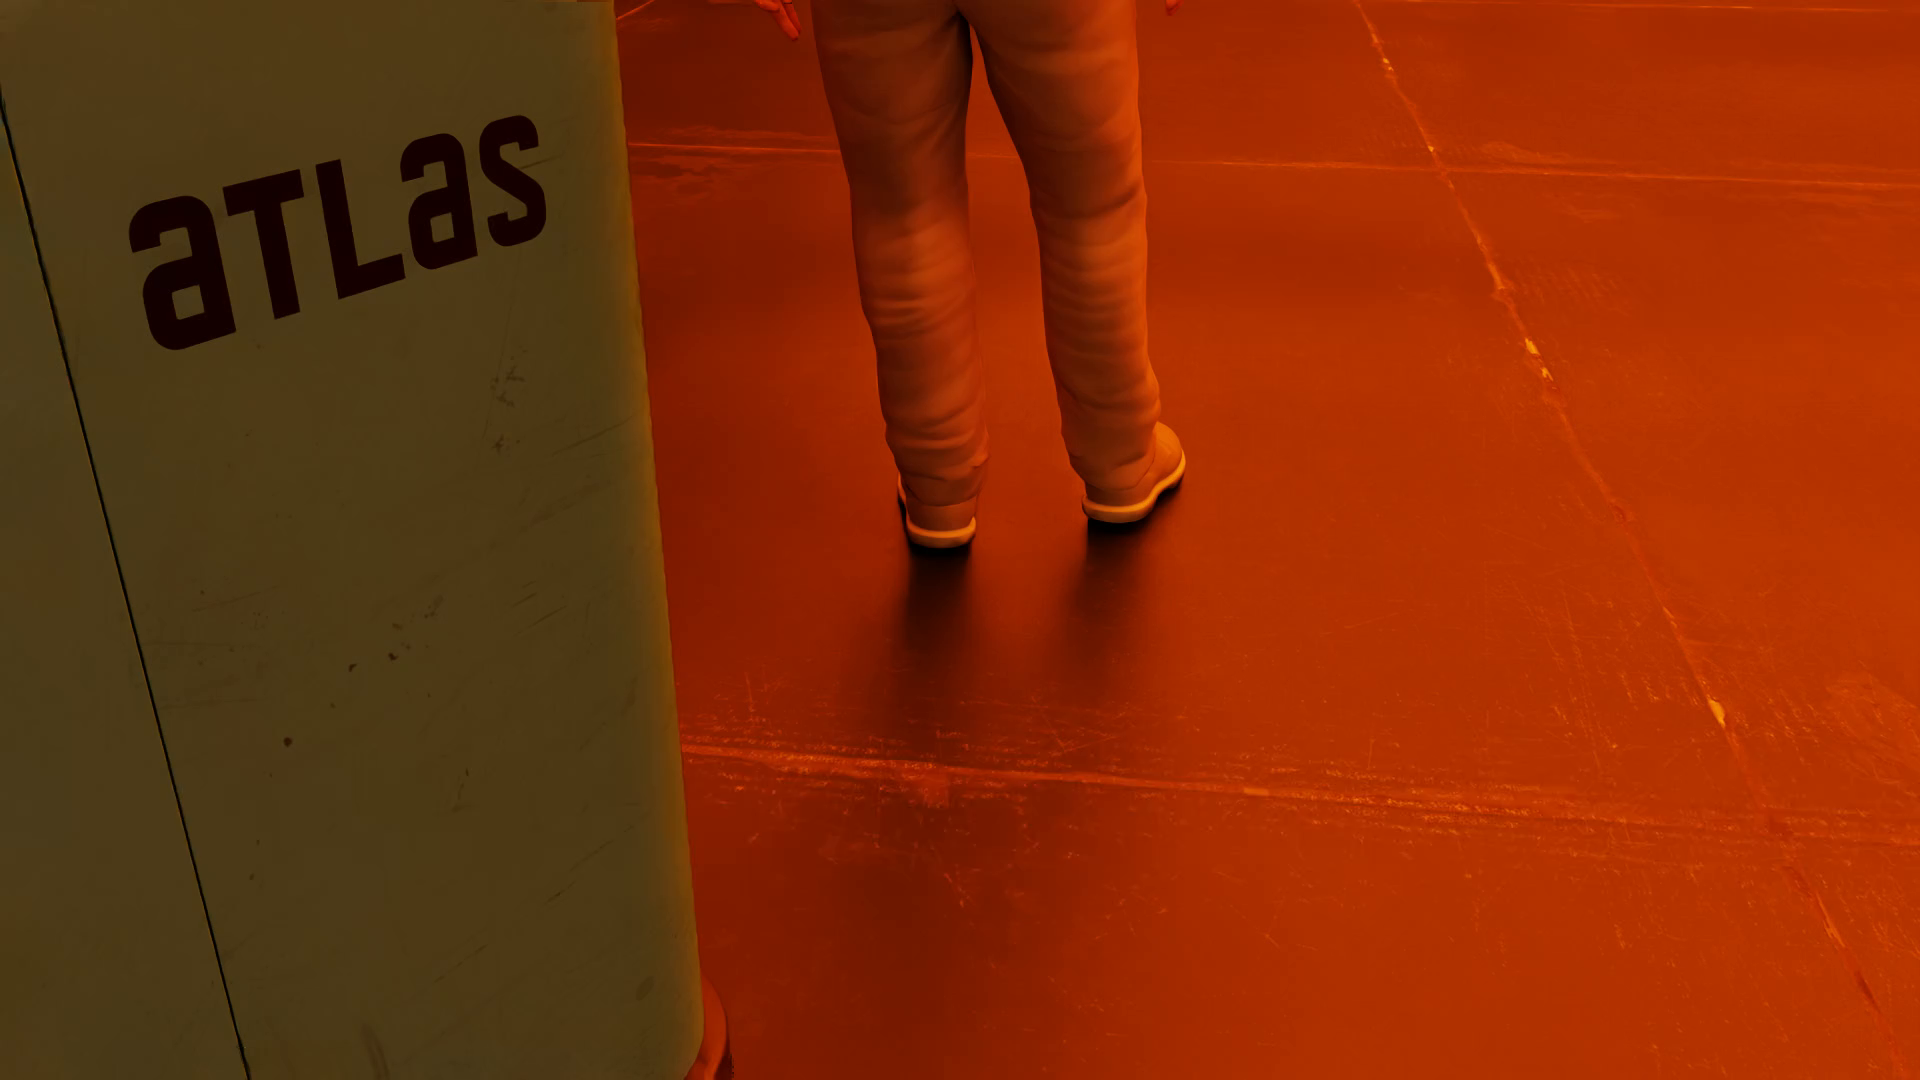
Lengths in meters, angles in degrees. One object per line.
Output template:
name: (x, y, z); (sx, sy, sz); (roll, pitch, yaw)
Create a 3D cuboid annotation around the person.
person: (0.023, -0.820, 2.189); (0.641, 1.727, 0.550); (3, 27, 7)
